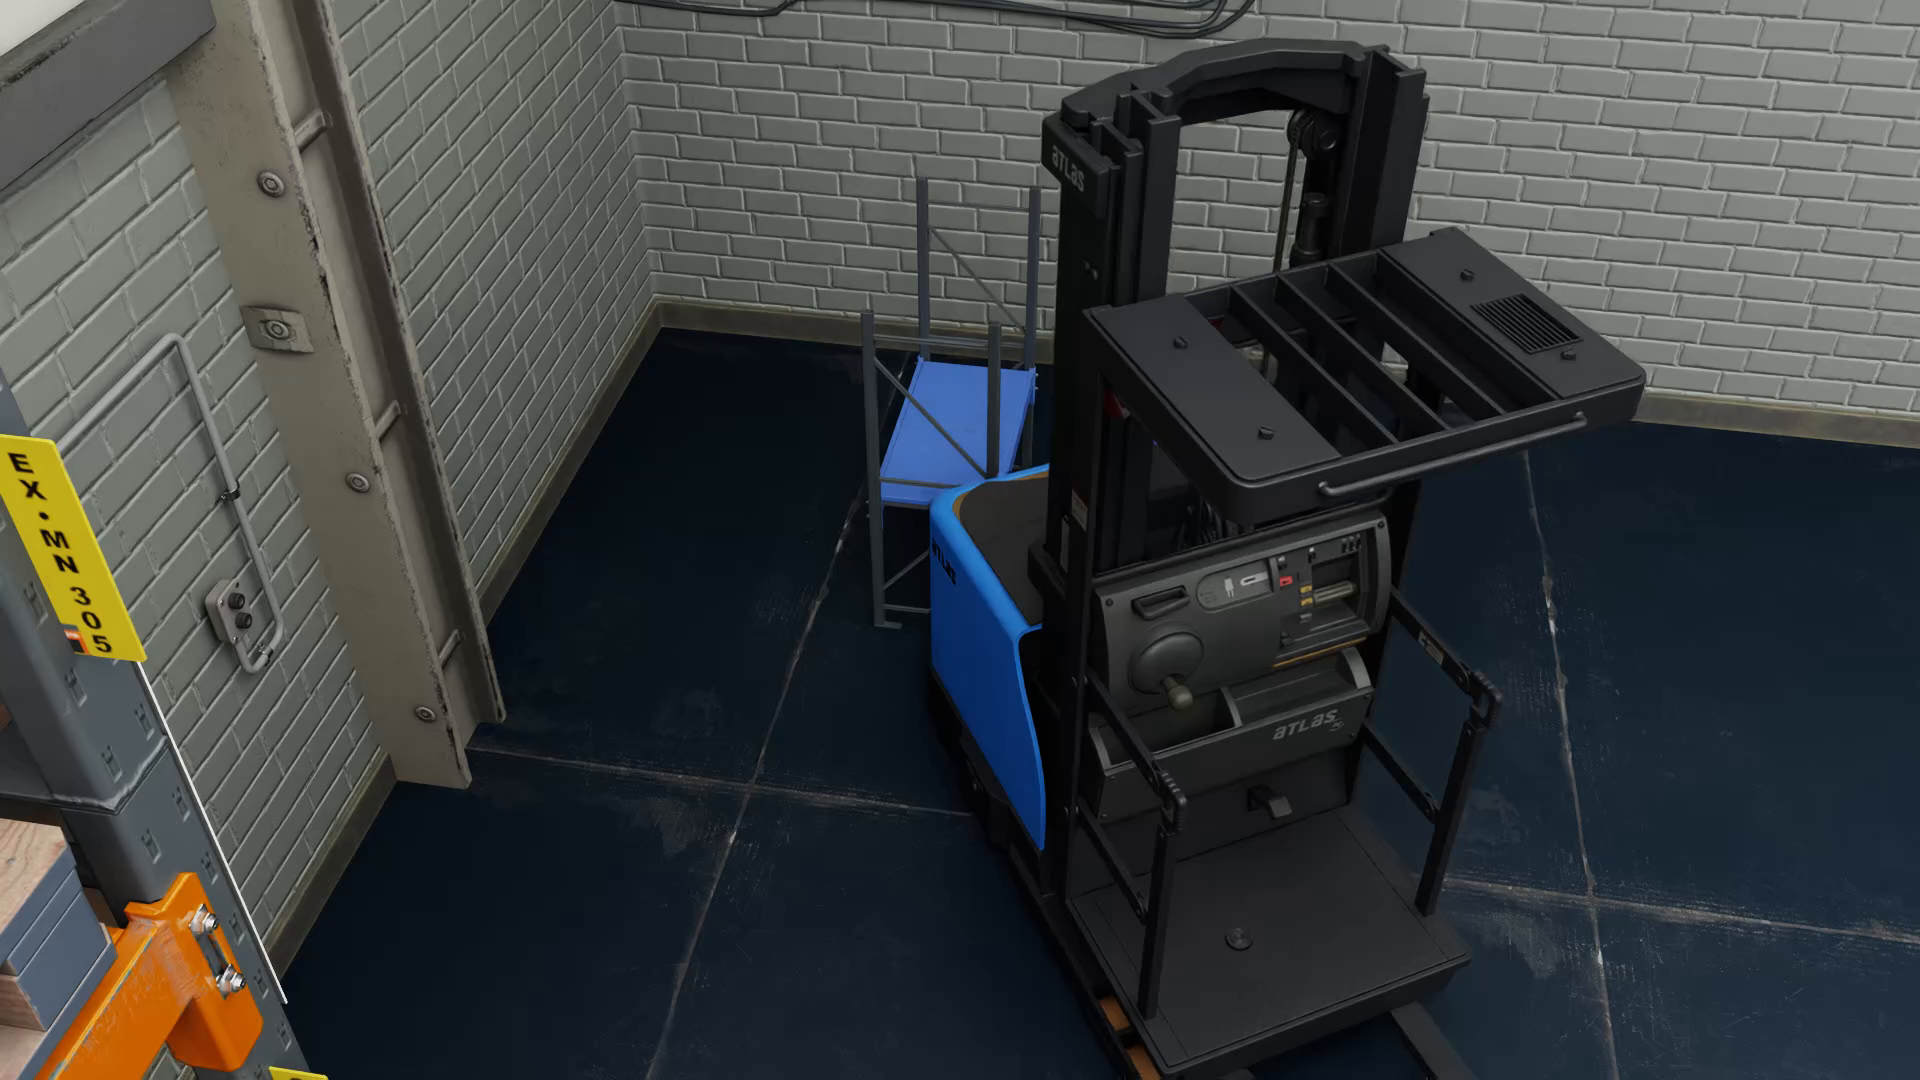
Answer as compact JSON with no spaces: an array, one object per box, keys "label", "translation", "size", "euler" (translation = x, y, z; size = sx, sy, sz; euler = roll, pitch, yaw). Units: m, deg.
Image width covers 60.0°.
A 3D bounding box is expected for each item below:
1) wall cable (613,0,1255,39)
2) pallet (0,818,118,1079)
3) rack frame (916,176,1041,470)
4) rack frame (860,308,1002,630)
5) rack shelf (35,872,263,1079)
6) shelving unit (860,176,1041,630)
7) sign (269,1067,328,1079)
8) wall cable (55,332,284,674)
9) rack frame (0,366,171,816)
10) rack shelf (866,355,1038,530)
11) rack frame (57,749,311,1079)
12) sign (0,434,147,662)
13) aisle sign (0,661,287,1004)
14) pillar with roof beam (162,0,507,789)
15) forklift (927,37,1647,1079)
[{"label":"wall cable","translation":[-0.223,-3.213,6.511],"size":[3.097,2.526,0.112],"euler":[6,40,8]},{"label":"pallet","translation":[-1.672,0.757,1.696],"size":[1.003,0.211,1.213],"euler":[6,40,8]},{"label":"rack frame","translation":[0.073,-0.844,7.093],"size":[0.500,1.500,0.032],"euler":[6,40,8]},{"label":"rack frame","translation":[-0.103,-0.205,6.321],"size":[0.500,1.500,0.032],"euler":[6,40,8]},{"label":"rack shelf","translation":[-1.900,1.789,0.943],"size":[1.077,0.370,4.000],"euler":[6,40,8]},{"label":"shelving unit","translation":[-0.015,-0.524,6.707],"size":[0.538,1.500,1.048],"euler":[6,40,8]},{"label":"sign","translation":[-1.022,0.943,2.660],"size":[0.100,0.325,0.005],"euler":[6,40,8]},{"label":"wall cable","translation":[-2.264,0.113,3.962],"size":[0.084,1.984,1.851],"euler":[6,40,8]},{"label":"rack frame","translation":[-1.554,-0.900,1.276],"size":[1.000,3.000,0.127],"euler":[6,40,8]},{"label":"rack shelf","translation":[-0.015,-0.386,6.822],"size":[0.538,0.185,1.000],"euler":[6,40,8]},{"label":"rack frame","translation":[-1.554,1.412,3.188],"size":[1.000,3.000,0.127],"euler":[6,40,8]},{"label":"sign","translation":[-1.022,0.014,1.892],"size":[0.100,0.325,0.005],"euler":[6,40,8]},{"label":"aisle sign","translation":[-1.246,0.398,2.374],"size":[0.394,0.787,0.004],"euler":[6,40,8]},{"label":"pillar with roof beam","translation":[2.301,-2.215,2.867],"size":[9.100,9.000,0.400],"euler":[6,40,8]},{"label":"forklift","translation":[0.910,0.283,4.607],"size":[1.130,2.935,3.031],"euler":[-15,42,-17]}]
